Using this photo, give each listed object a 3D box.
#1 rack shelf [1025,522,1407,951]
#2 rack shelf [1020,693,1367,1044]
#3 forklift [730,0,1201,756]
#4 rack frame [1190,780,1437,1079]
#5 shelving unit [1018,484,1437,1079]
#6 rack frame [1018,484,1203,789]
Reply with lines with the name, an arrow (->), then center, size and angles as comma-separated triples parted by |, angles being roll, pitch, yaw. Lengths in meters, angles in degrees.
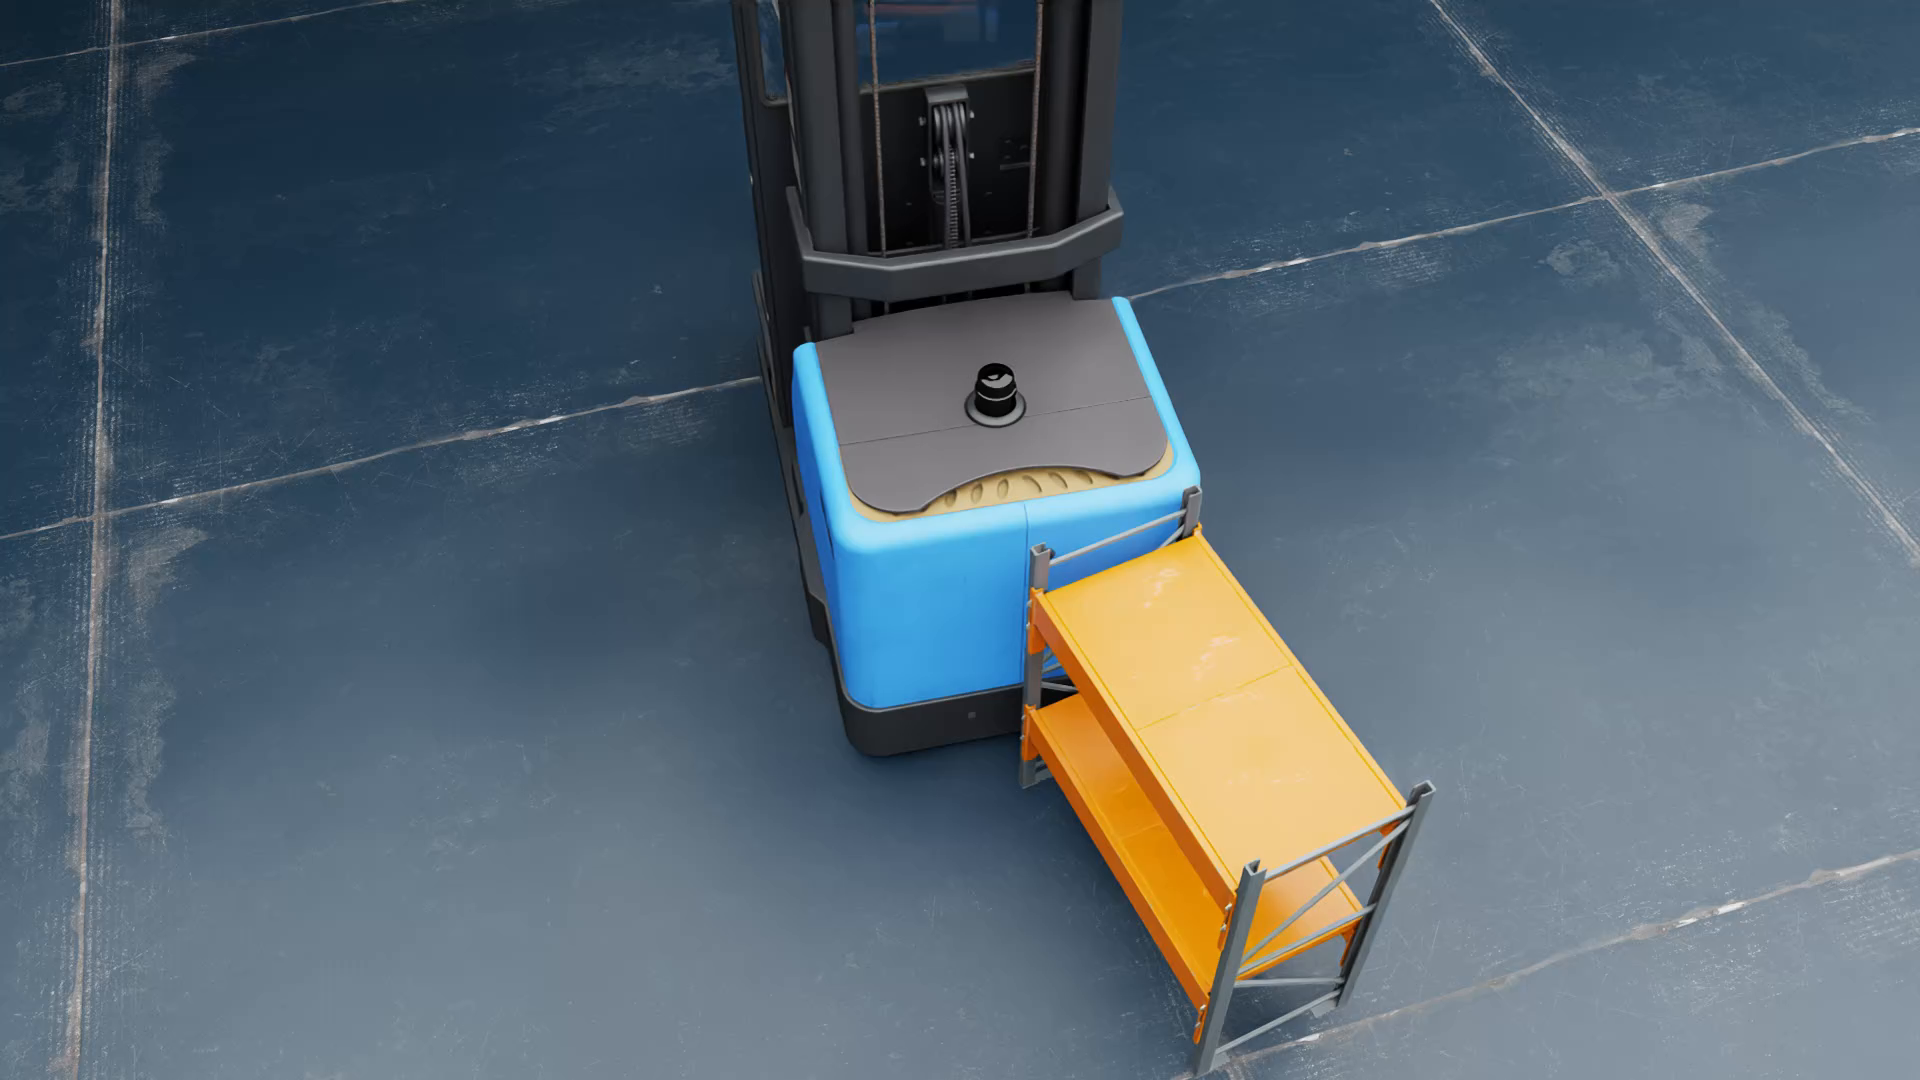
rack shelf -> 0.634, 0.469, 4.236 | 0.538, 0.278, 1.000 | -21, 53, -16
rack shelf -> 0.634, 0.815, 4.647 | 0.538, 0.278, 1.000 | -21, 53, -16
forklift -> -0.140, -1.437, 5.044 | 1.130, 2.935, 3.031 | -9, 51, -8
rack frame -> 0.858, 1.007, 4.166 | 0.500, 1.125, 0.032 | -21, 53, -16
shelving unit -> 0.634, 0.658, 4.460 | 0.538, 1.125, 1.048 | -21, 53, -16
rack frame -> 0.411, 0.309, 4.754 | 0.500, 1.125, 0.032 | -21, 53, -16
